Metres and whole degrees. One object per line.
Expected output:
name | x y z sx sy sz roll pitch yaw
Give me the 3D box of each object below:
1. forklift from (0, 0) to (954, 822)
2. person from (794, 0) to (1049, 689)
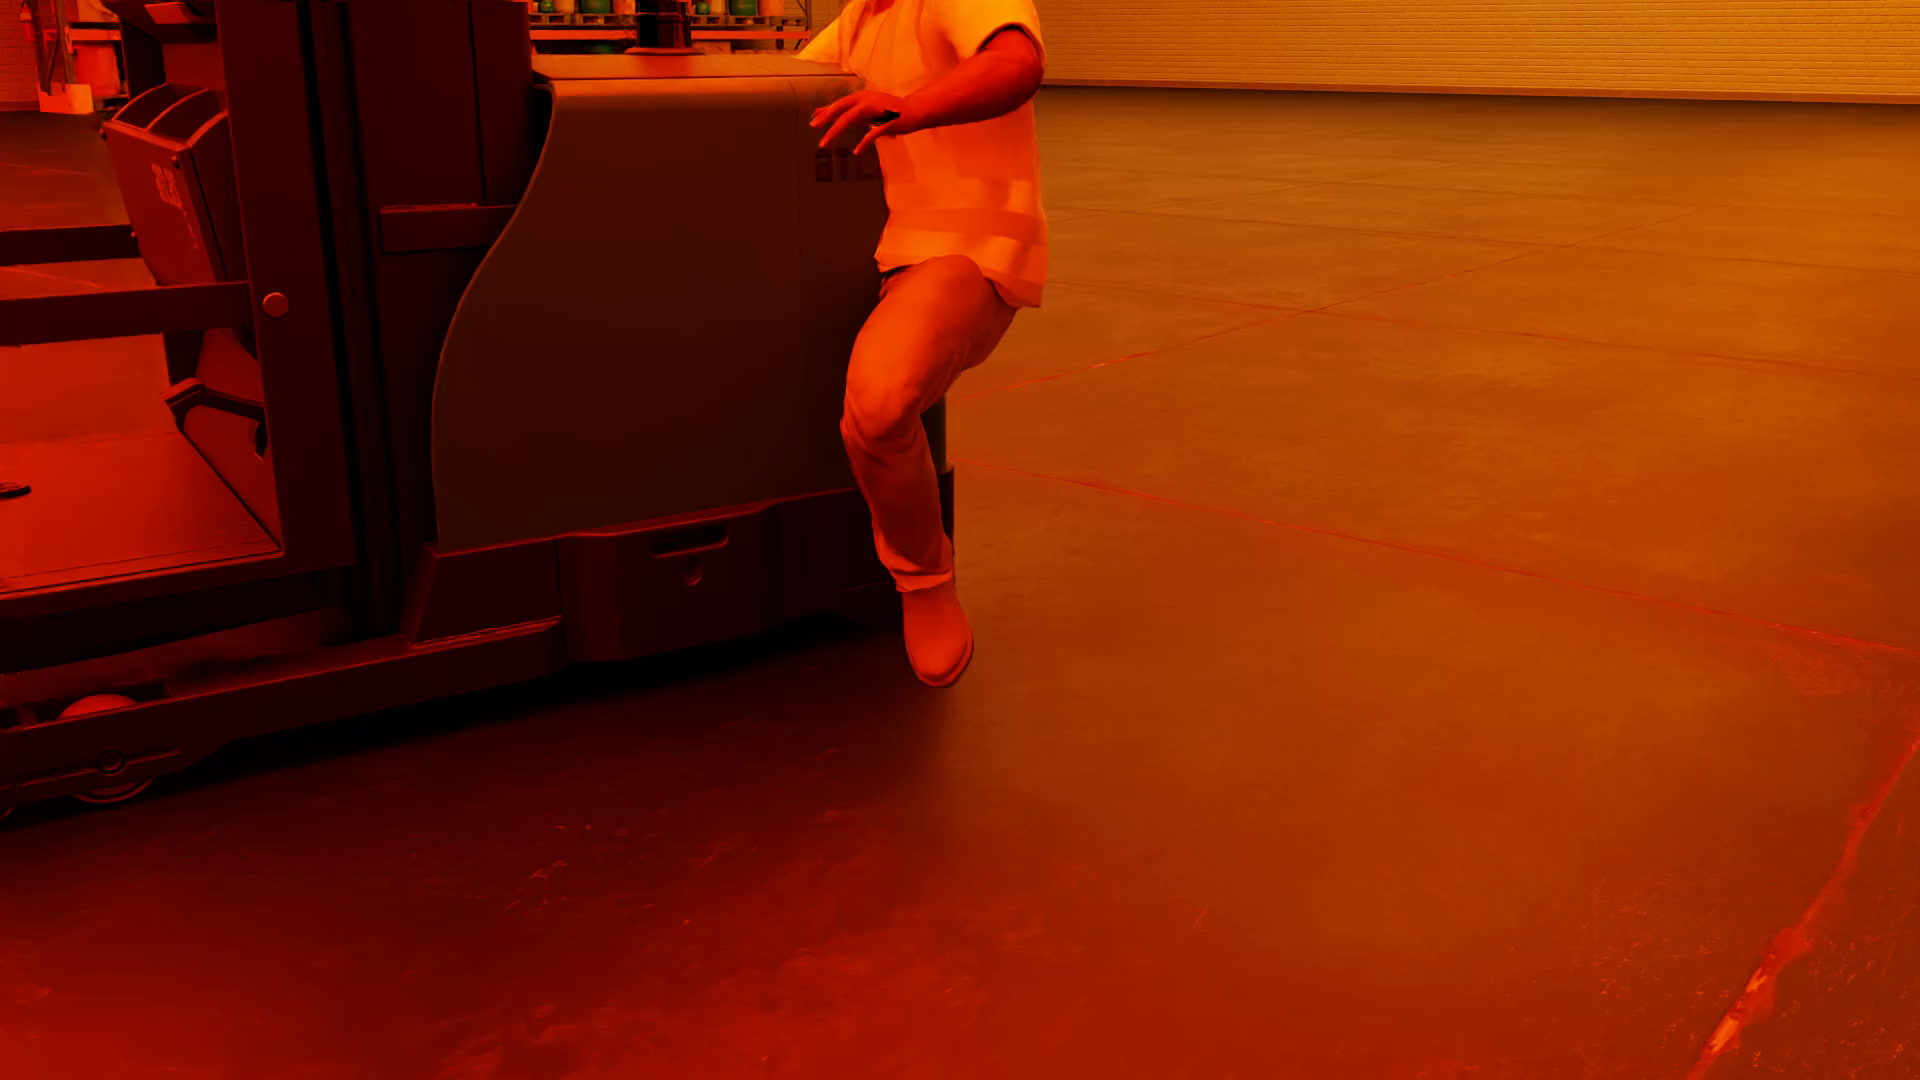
forklift | -1.530 -1.137 2.641 3.031 2.935 1.130 -11 20 -31
person | -0.224 -0.537 3.074 0.775 1.536 1.016 -9 19 -28
